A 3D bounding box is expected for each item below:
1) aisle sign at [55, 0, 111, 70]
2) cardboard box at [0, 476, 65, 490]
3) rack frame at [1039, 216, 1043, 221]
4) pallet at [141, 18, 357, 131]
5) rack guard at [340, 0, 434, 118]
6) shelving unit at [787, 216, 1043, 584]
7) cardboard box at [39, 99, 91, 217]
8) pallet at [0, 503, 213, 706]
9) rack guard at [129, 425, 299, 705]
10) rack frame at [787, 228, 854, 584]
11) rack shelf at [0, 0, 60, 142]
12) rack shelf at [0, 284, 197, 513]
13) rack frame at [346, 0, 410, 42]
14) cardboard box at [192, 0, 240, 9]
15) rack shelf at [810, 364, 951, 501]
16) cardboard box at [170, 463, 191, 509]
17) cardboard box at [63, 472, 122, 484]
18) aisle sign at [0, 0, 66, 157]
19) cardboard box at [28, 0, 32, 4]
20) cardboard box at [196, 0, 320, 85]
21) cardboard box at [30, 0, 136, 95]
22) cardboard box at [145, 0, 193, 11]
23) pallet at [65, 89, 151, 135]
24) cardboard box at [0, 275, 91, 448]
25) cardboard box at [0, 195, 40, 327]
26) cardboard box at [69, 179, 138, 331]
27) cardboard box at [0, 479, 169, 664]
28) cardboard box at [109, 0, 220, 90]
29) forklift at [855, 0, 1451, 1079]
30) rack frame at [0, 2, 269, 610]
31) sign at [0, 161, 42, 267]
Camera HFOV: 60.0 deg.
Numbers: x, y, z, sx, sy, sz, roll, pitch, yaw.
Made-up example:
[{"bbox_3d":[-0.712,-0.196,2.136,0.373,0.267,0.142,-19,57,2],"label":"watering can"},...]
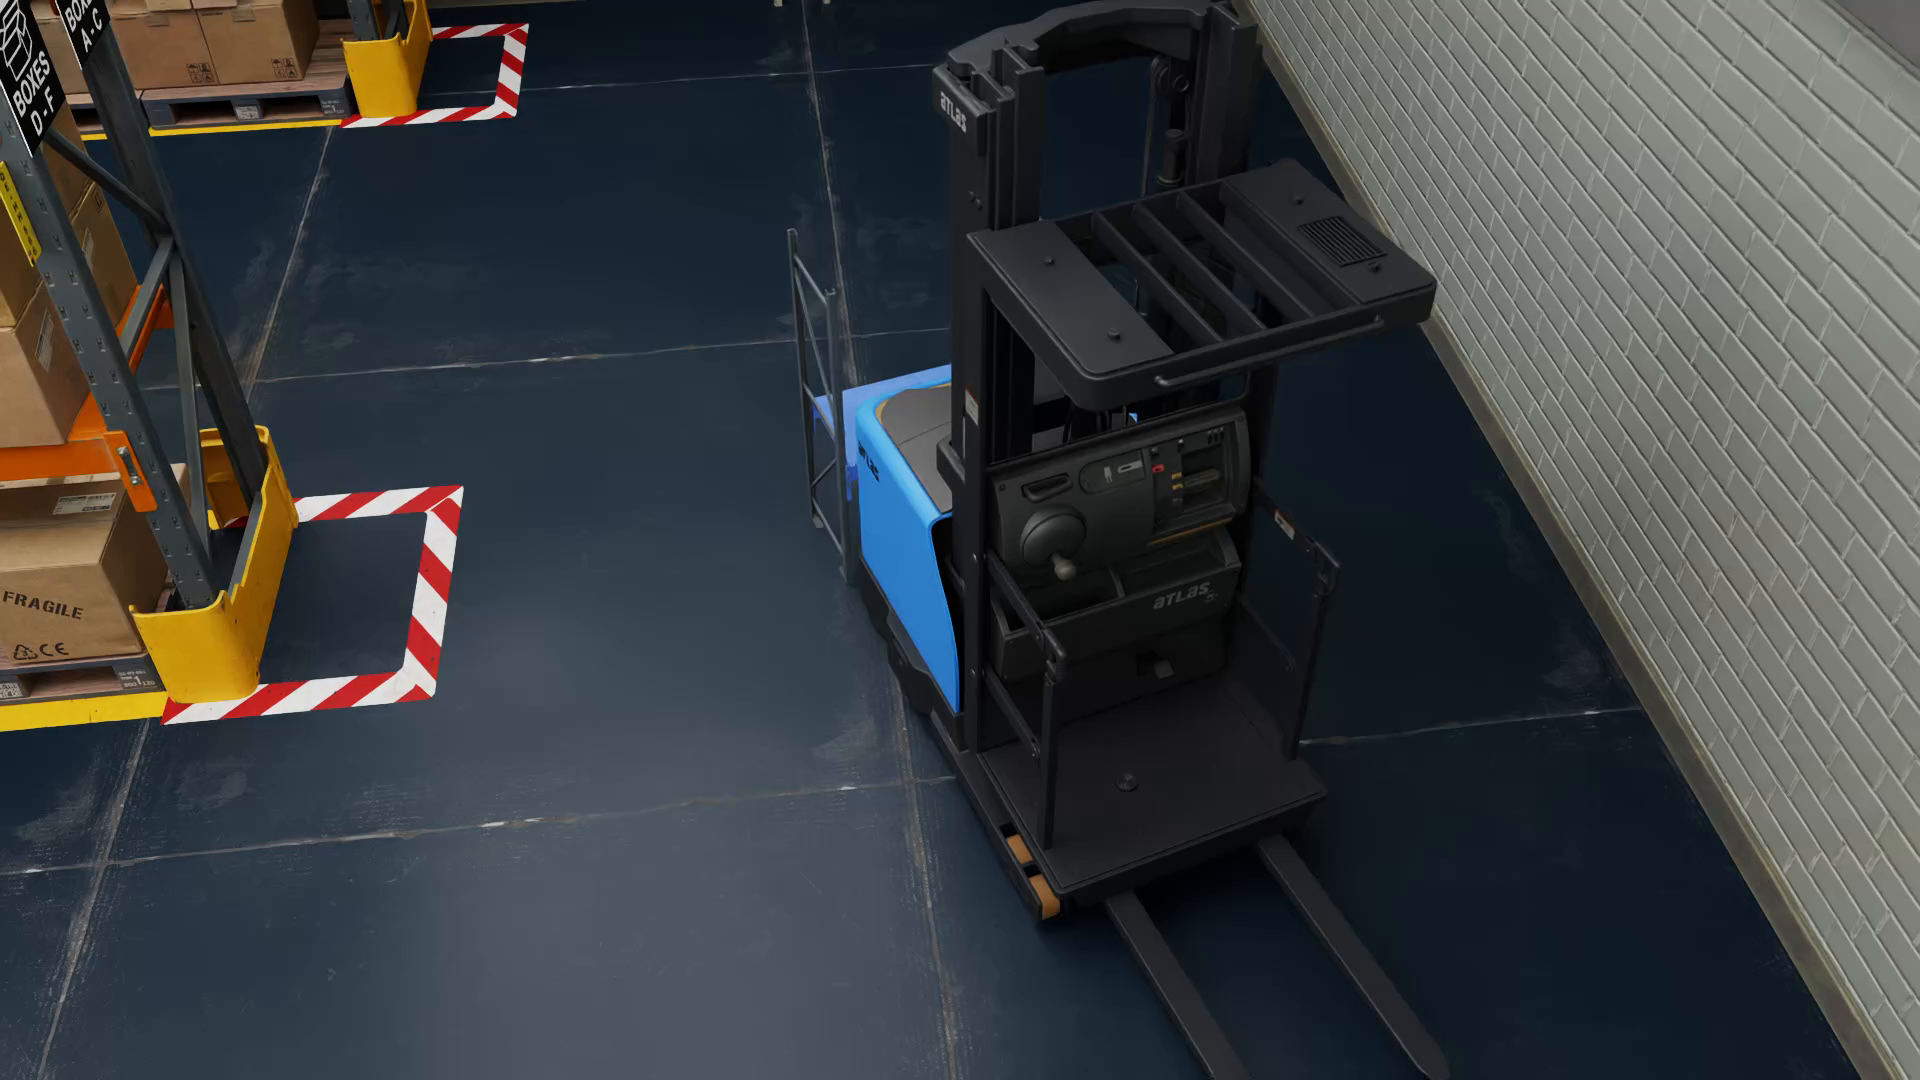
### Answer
[{"bbox_3d":[-3.006,-2.019,5.523,0.004,0.787,0.394,-5,42,-6],"label":"aisle sign"},{"bbox_3d":[-4.107,-0.093,7.053,0.500,0.250,0.500,-5,42,-6],"label":"cardboard box"},{"bbox_3d":[0.361,-0.786,7.217,0.032,1.500,0.500,-16,44,-17],"label":"rack frame"},{"bbox_3d":[-4.464,-2.986,10.618,1.213,0.211,1.003,-5,42,-6],"label":"pallet"},{"bbox_3d":[-3.658,-3.217,10.658,0.348,0.500,1.175,-5,42,-6],"label":"rack guard"},{"bbox_3d":[-0.107,-0.654,7.070,1.048,1.500,0.538,-16,44,-17],"label":"shelving unit"},{"bbox_3d":[-3.510,-1.398,5.954,0.500,0.500,0.500,-4,42,-4],"label":"cardboard box"},{"bbox_3d":[-3.901,0.259,7.021,1.213,0.211,1.003,-5,42,-6],"label":"pallet"},{"bbox_3d":[-3.111,0.082,7.001,0.348,0.500,1.175,-5,42,-6],"label":"rack guard"},{"bbox_3d":[-0.576,-0.522,6.924,0.032,1.500,0.500,-16,44,-17],"label":"rack frame"},{"bbox_3d":[-5.019,-1.526,5.215,4.000,0.370,1.077,-5,42,-6],"label":"rack shelf"},{"bbox_3d":[-5.019,-0.412,6.220,4.000,0.370,1.077,-5,42,-6],"label":"rack shelf"},{"bbox_3d":[-3.681,-4.143,9.818,0.127,3.000,1.000,-5,42,-6],"label":"rack frame"},{"bbox_3d":[-4.466,-3.352,10.010,0.250,0.149,0.380,-5,42,-6],"label":"cardboard box"},{"bbox_3d":[-0.107,-0.520,7.191,1.000,0.185,0.538,-16,44,-17],"label":"rack shelf"},{"bbox_3d":[-3.495,-0.150,7.192,0.250,0.149,0.380,-5,42,-6],"label":"cardboard box"},{"bbox_3d":[-3.743,-0.135,7.162,0.250,0.166,0.380,-5,42,-6],"label":"cardboard box"},{"bbox_3d":[-2.928,-1.621,5.082,0.004,0.787,0.394,-5,42,-6],"label":"aisle sign"},{"bbox_3d":[-5.885,-3.104,10.220,0.500,0.500,0.700,-4,42,-5],"label":"cardboard box"},{"bbox_3d":[-4.363,-3.243,10.374,0.500,0.500,0.700,-5,42,-6],"label":"cardboard box"},{"bbox_3d":[-5.357,-3.156,10.277,0.500,0.500,0.700,-6,42,-7],"label":"cardboard box"},{"bbox_3d":[-4.720,-3.329,9.985,0.250,0.149,0.380,-4,42,-4],"label":"cardboard box"},{"bbox_3d":[-5.671,-2.882,10.503,1.213,0.211,1.003,-5,42,-6],"label":"pallet"},{"bbox_3d":[-3.444,-0.671,5.894,0.500,0.500,0.500,-4,42,-4],"label":"cardboard box"},{"bbox_3d":[-3.441,-1.040,5.558,0.500,0.500,0.500,-5,42,-6],"label":"cardboard box"},{"bbox_3d":[-3.510,-1.027,6.289,0.500,0.500,0.500,-4,42,-5],"label":"cardboard box"},{"bbox_3d":[-3.543,0.123,6.628,0.500,0.500,0.500,-5,42,-6],"label":"cardboard box"},{"bbox_3d":[-4.859,-3.200,10.326,0.500,0.500,0.700,-5,42,-6],"label":"cardboard box"},{"bbox_3d":[0.635,-0.064,5.348,1.130,2.935,3.031,-17,45,-18],"label":"forklift"},{"bbox_3d":[-3.036,-0.853,6.171,0.127,3.000,1.000,-5,42,-6],"label":"rack frame"},{"bbox_3d":[-2.983,-1.030,5.267,0.005,0.325,0.100,-5,42,-6],"label":"sign"}]
